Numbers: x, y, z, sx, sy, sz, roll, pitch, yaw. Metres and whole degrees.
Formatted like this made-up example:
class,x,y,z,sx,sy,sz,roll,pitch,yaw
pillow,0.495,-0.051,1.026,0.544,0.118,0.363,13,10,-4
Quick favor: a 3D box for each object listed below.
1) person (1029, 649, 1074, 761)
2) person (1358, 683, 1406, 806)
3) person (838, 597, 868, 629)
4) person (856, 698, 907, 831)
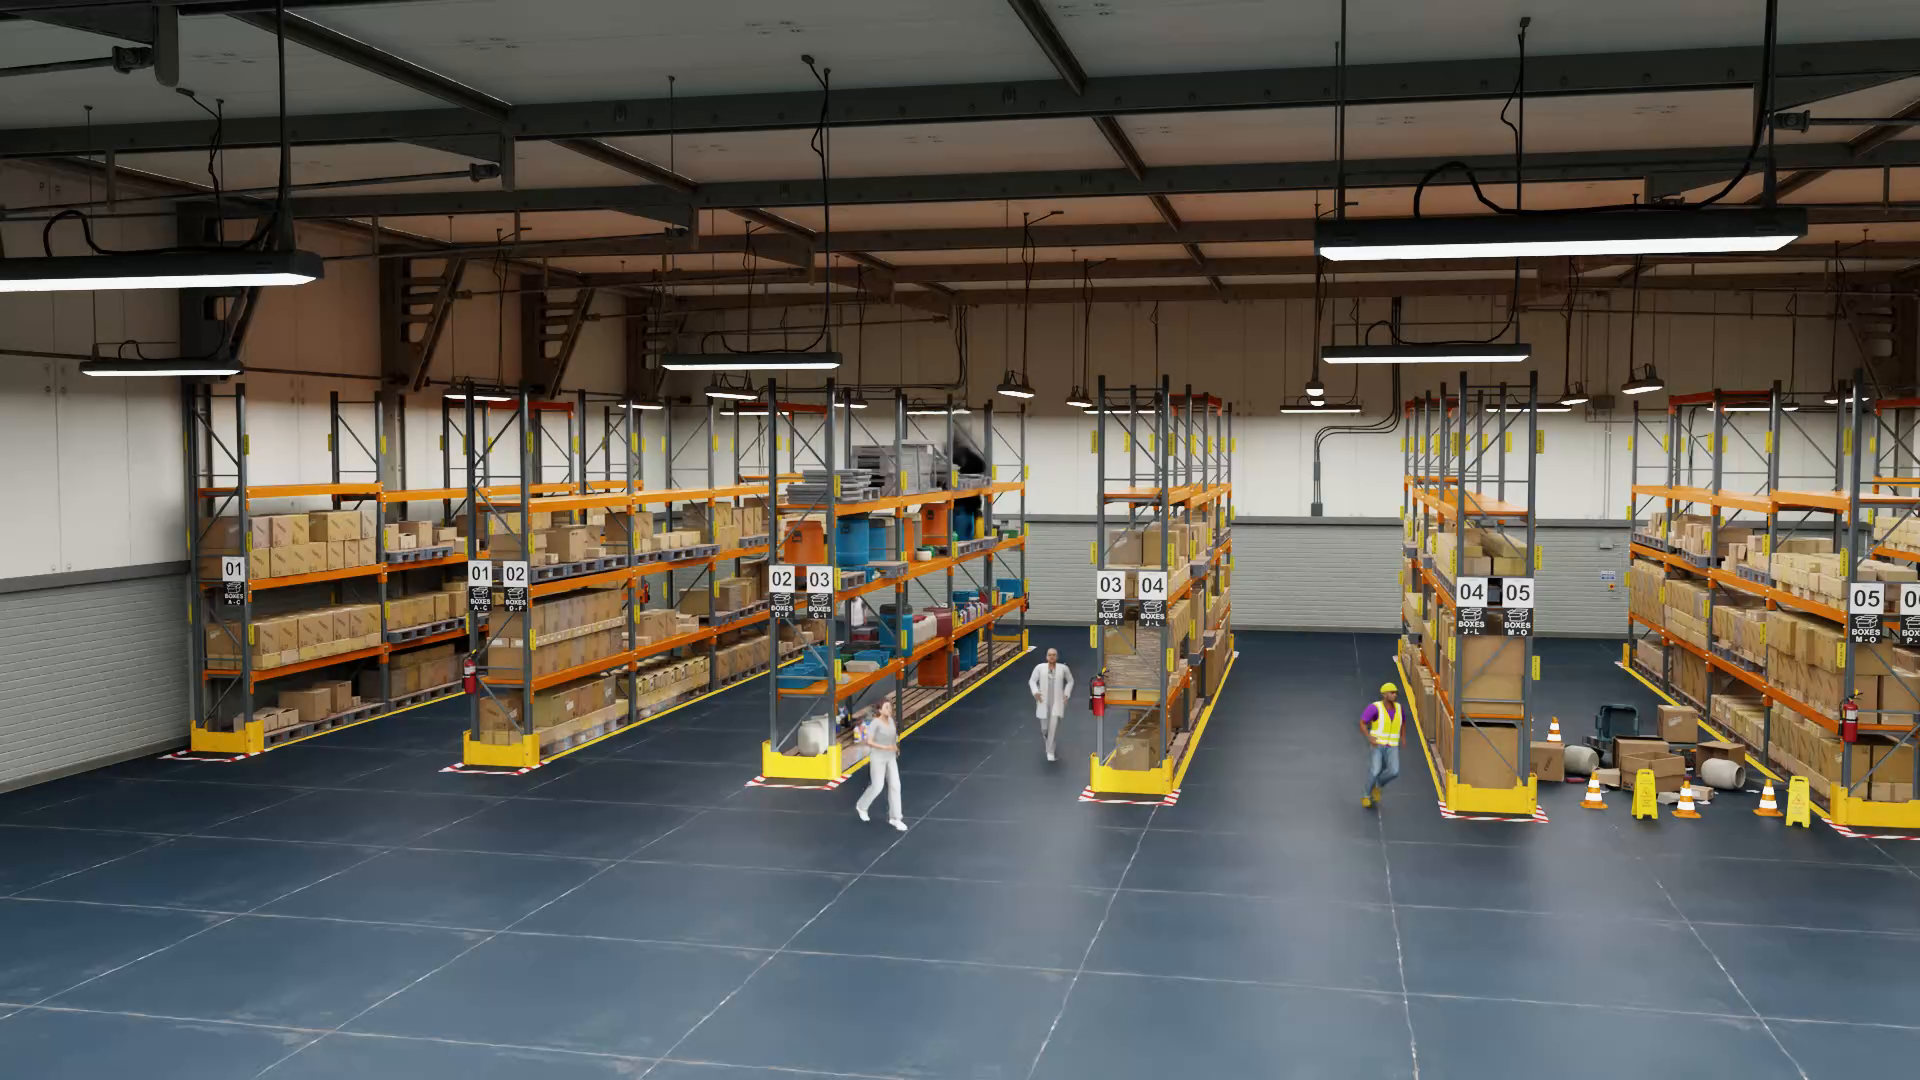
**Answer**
class,x,y,z,sx,sy,sz,roll,pitch,yaw
person,1.462,2.610,26.654,0.718,1.760,0.833,0,3,8
person,5.899,2.831,23.016,0.762,1.702,0.526,-1,3,-10
person,-2.431,1.925,37.800,0.652,1.768,0.969,0,3,1
person,-1.022,2.915,21.818,0.853,1.698,0.583,3,5,44
